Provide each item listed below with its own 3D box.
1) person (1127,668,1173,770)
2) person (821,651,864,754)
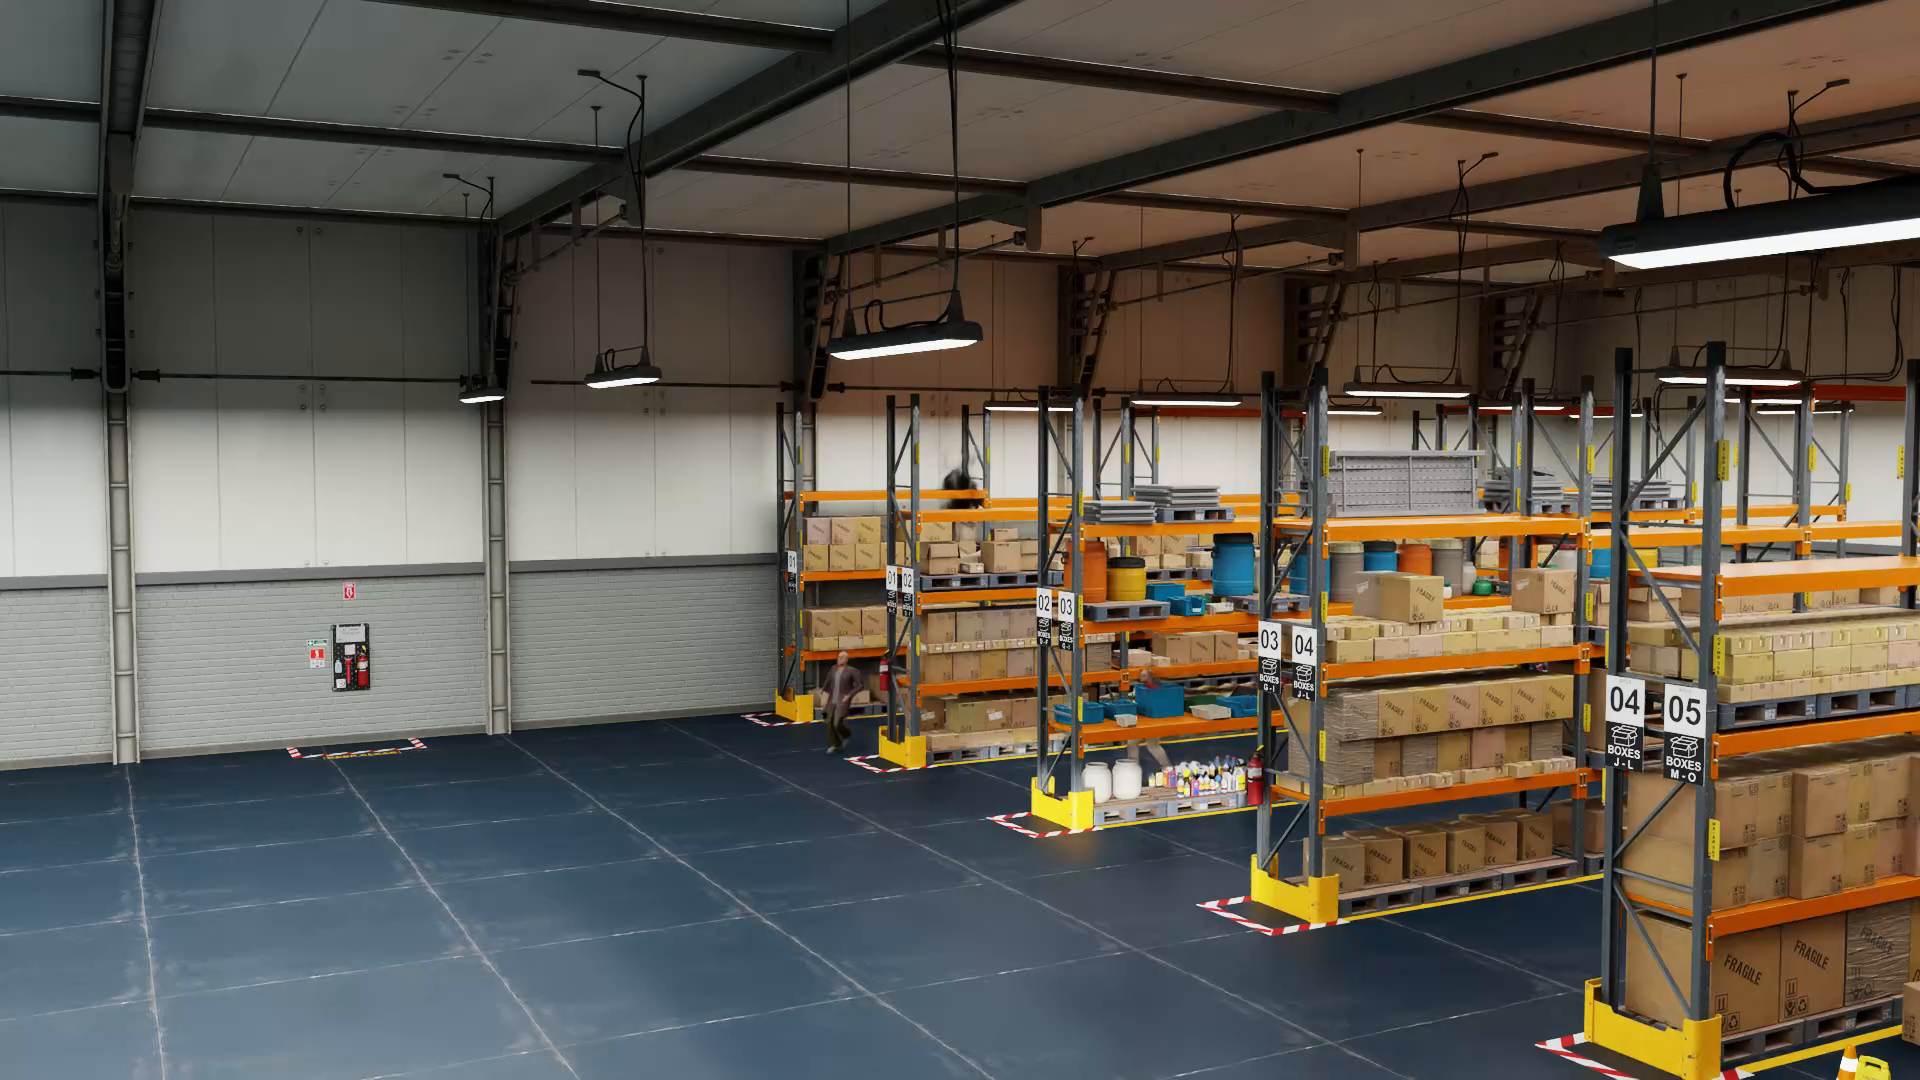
[{"bbox_3d":[2.897,2.861,25.565,0.851,1.793,0.648,-2,4,-29],"label":"person"},{"bbox_3d":[-1.993,2.731,27.986,0.737,1.728,0.688,2,4,34],"label":"person"}]
